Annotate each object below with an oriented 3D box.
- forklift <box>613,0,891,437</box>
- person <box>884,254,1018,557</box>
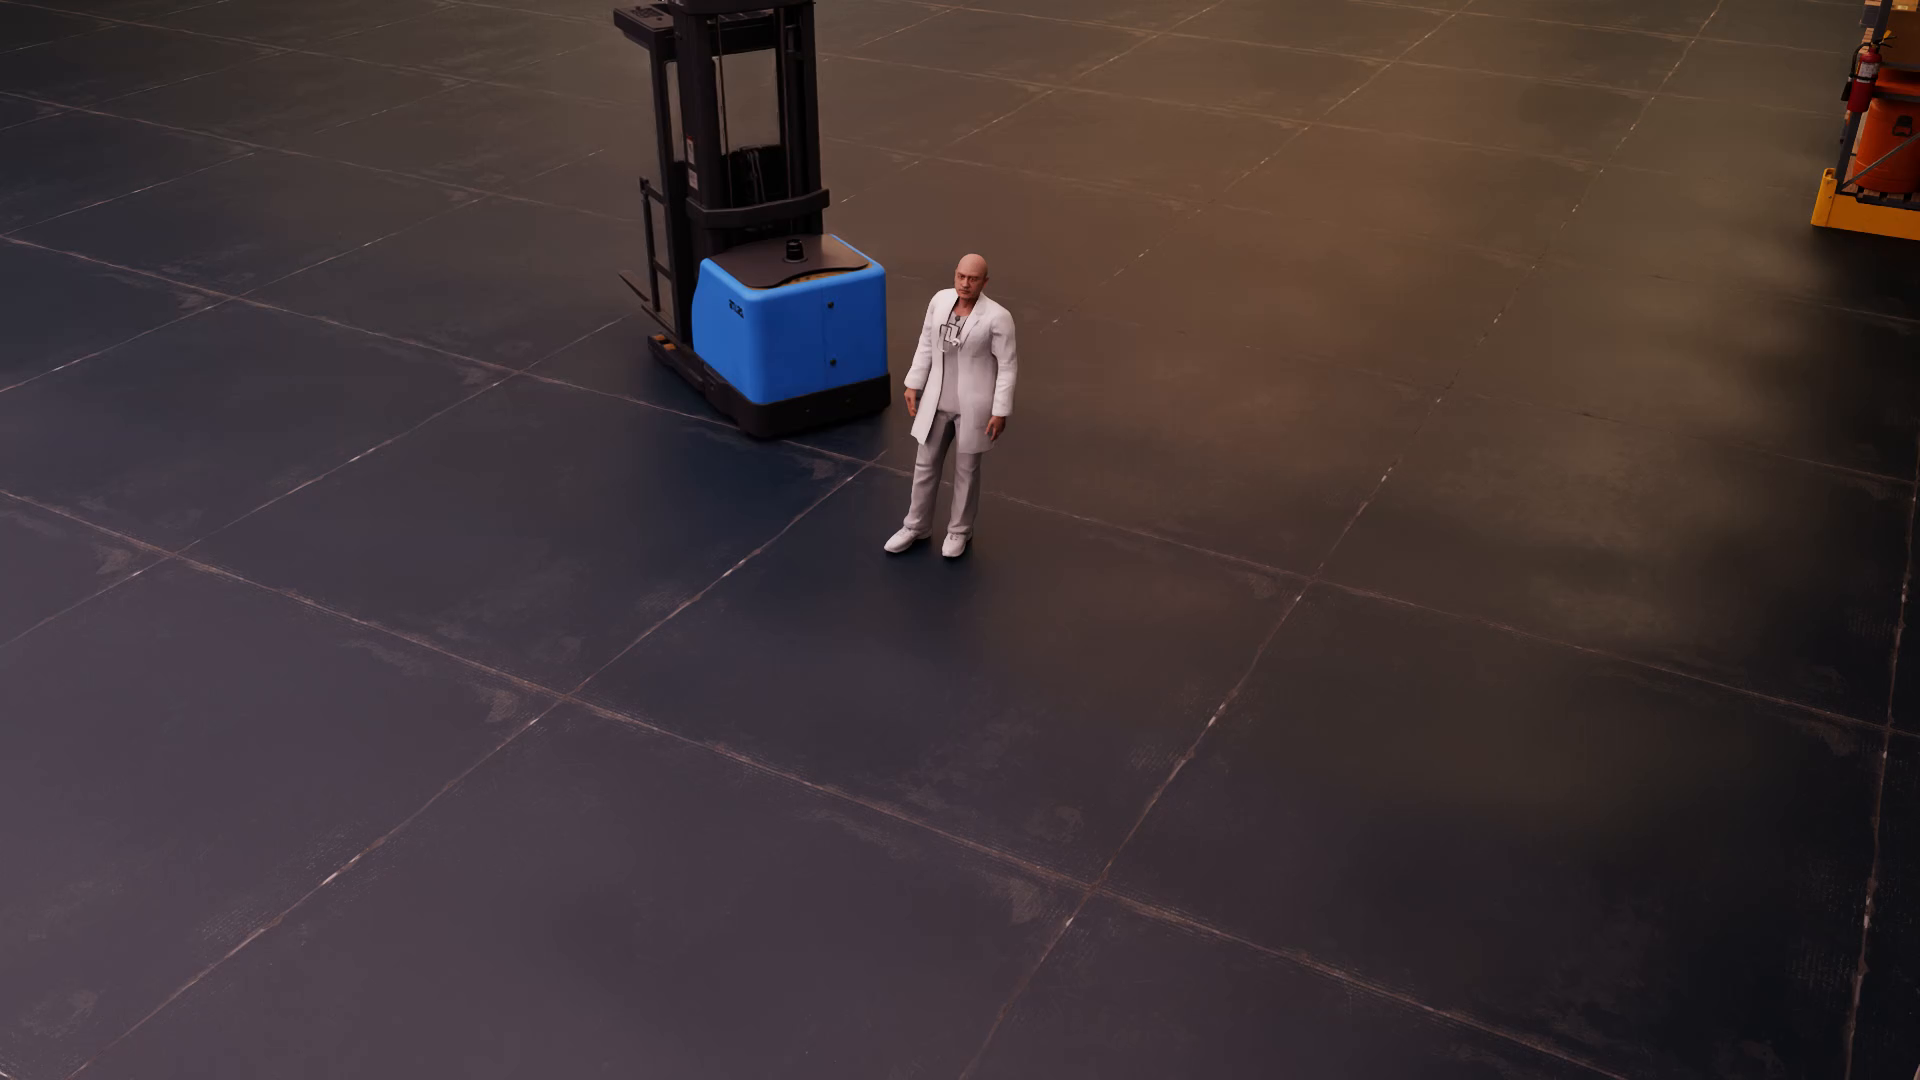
[{"bbox_3d":[-1.662,-2.652,11.666,1.130,2.935,3.031,-17,34,-26],"label":"forklift"},{"bbox_3d":[-0.048,-0.737,9.487,0.696,1.777,0.578,15,33,25],"label":"person"}]
